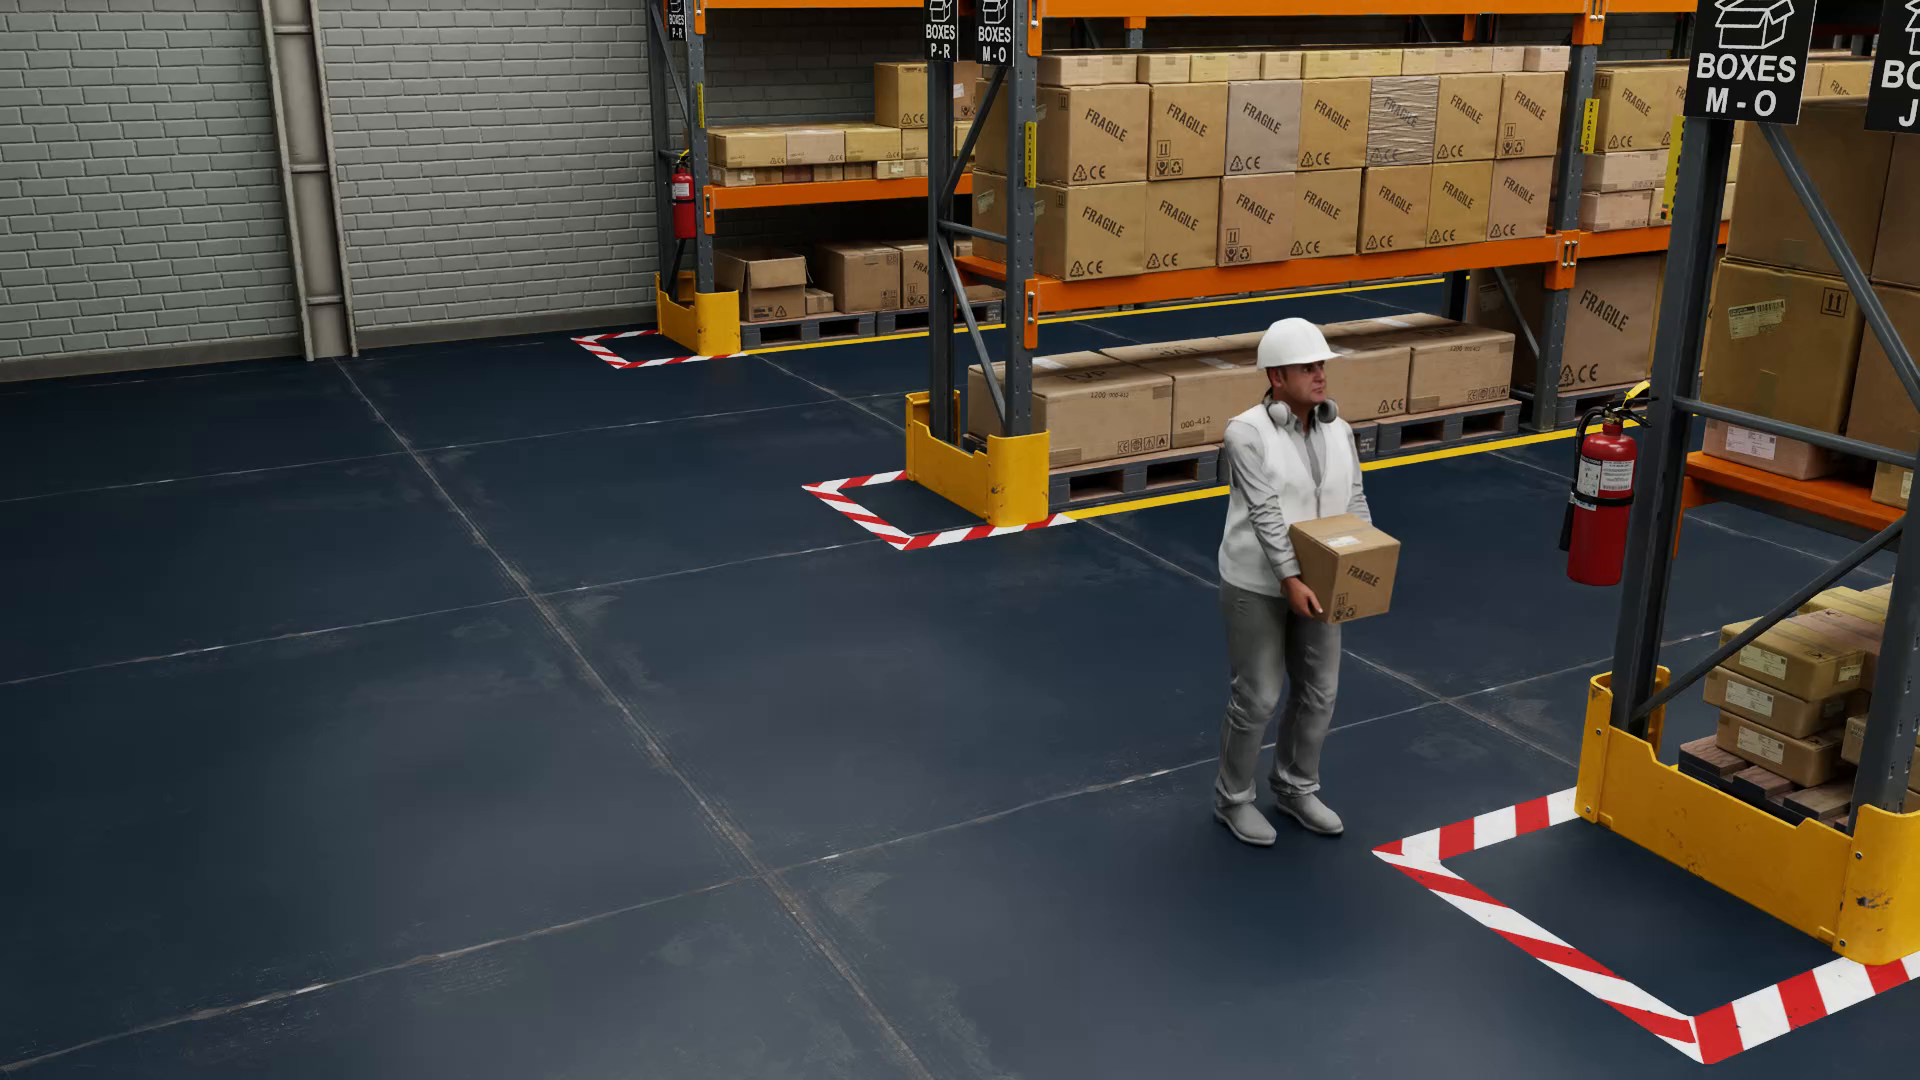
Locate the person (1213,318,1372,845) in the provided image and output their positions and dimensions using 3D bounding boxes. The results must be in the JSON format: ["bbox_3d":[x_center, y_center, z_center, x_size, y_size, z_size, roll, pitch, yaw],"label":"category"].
[{"bbox_3d":[1.146,0.162,5.539,0.495,1.768,0.546,-9,21,-26],"label":"person"}]
